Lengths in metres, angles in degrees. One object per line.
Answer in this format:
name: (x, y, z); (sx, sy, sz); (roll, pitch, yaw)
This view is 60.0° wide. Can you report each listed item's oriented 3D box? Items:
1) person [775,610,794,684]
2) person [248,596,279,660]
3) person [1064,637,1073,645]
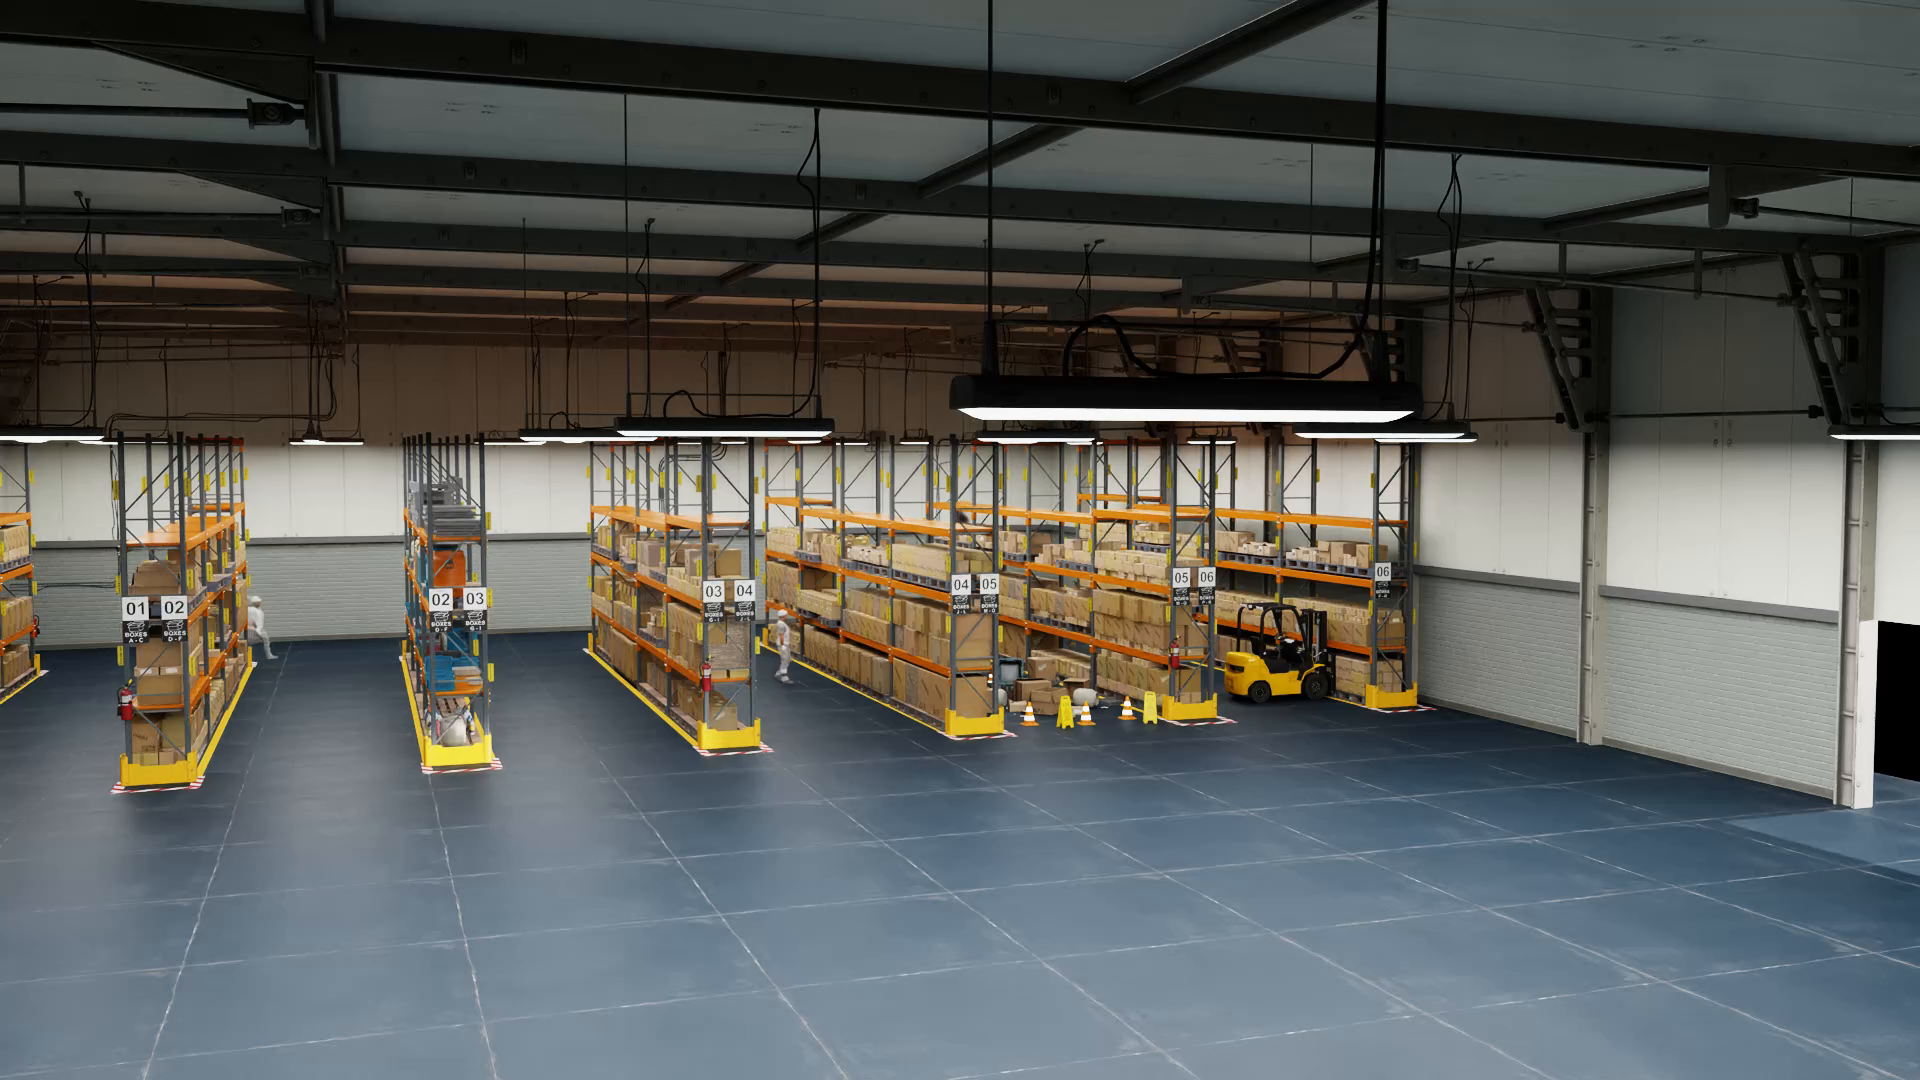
person: (-4.291, 2.587, 40.528); (0.517, 1.795, 0.627); (0, 3, 0)
person: (-18.926, 2.381, 44.733); (1.054, 1.736, 0.611); (0, 3, 0)
person: (3.023, 2.231, 47.439); (0.491, 1.587, 0.651); (-2, 4, -36)
